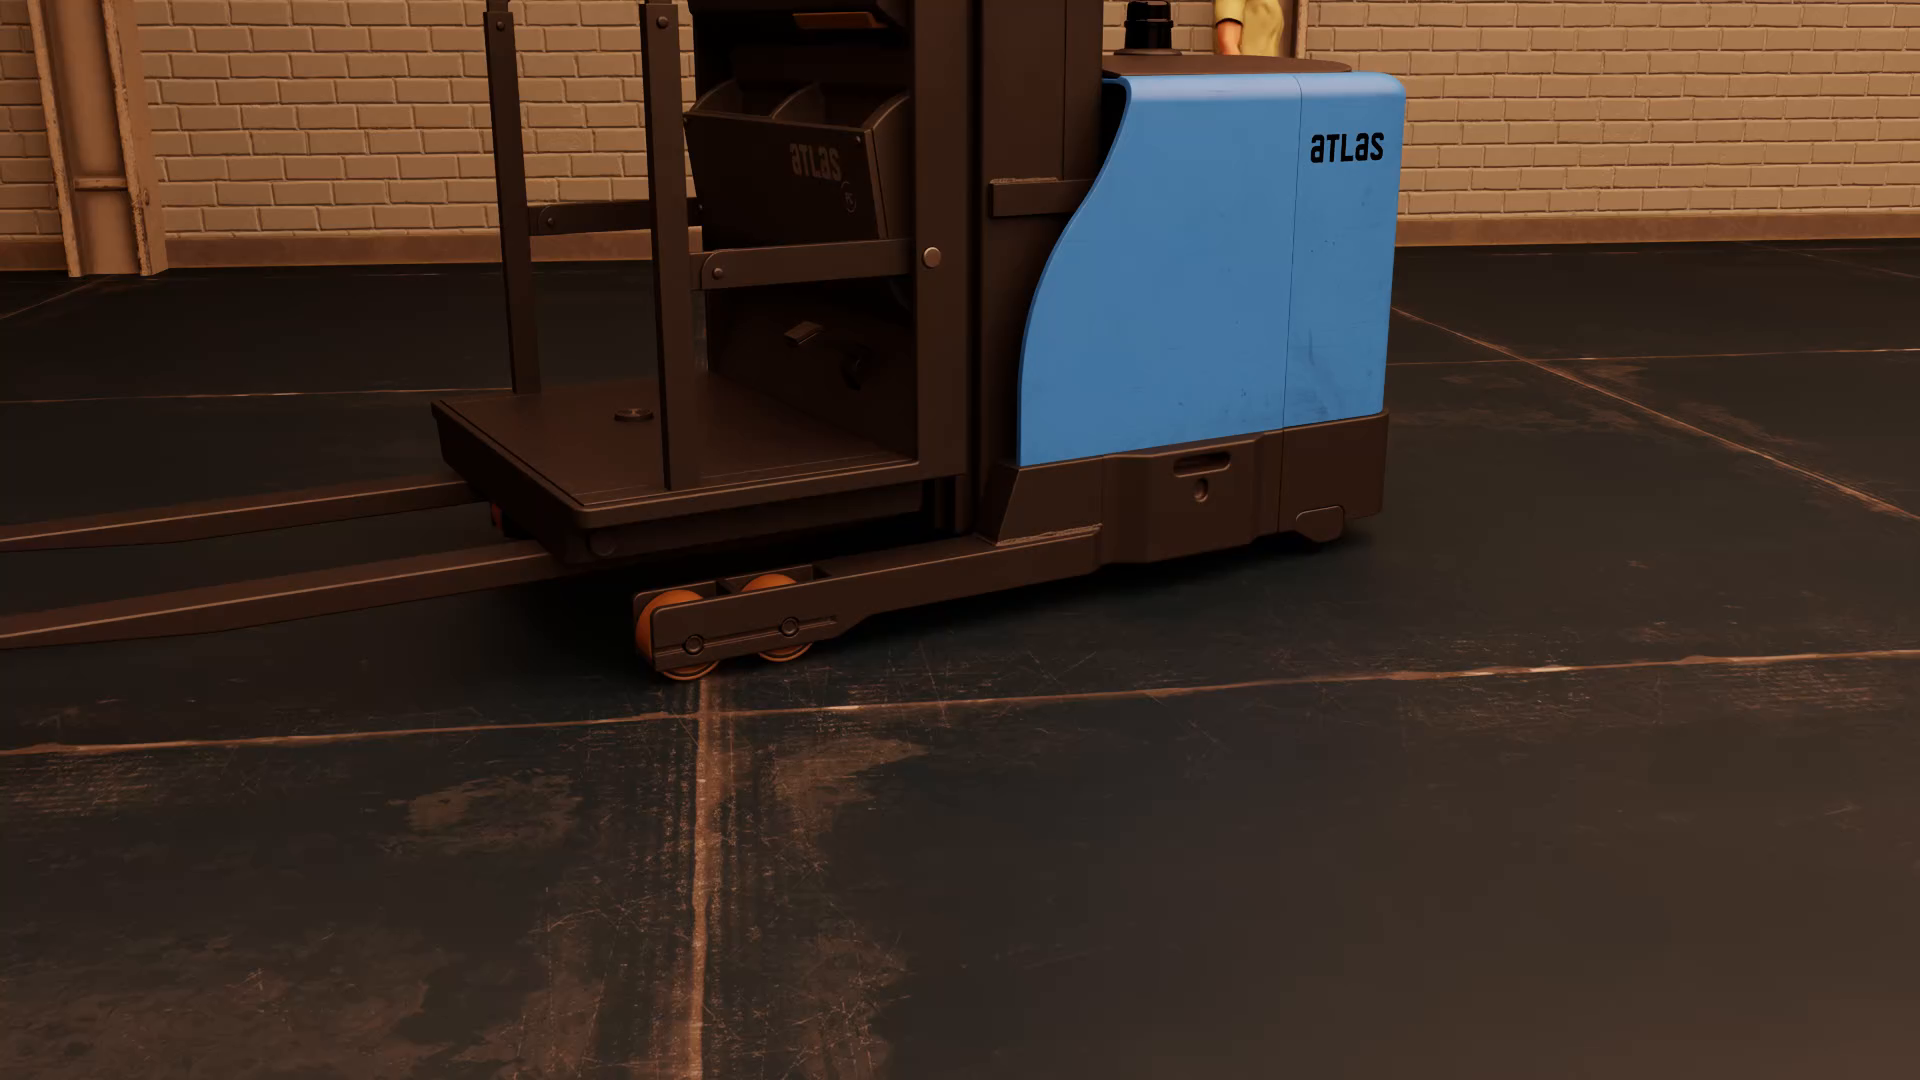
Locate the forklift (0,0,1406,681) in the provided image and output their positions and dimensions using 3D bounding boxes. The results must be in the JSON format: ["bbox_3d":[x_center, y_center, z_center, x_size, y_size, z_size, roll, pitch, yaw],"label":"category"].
[{"bbox_3d":[-0.526,-1.315,3.251,3.031,2.935,1.130,-10,19,-29],"label":"forklift"}]

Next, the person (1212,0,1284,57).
[{"bbox_3d":[1.224,-1.660,6.557,0.547,1.677,0.553,3,17,11],"label":"person"}]
